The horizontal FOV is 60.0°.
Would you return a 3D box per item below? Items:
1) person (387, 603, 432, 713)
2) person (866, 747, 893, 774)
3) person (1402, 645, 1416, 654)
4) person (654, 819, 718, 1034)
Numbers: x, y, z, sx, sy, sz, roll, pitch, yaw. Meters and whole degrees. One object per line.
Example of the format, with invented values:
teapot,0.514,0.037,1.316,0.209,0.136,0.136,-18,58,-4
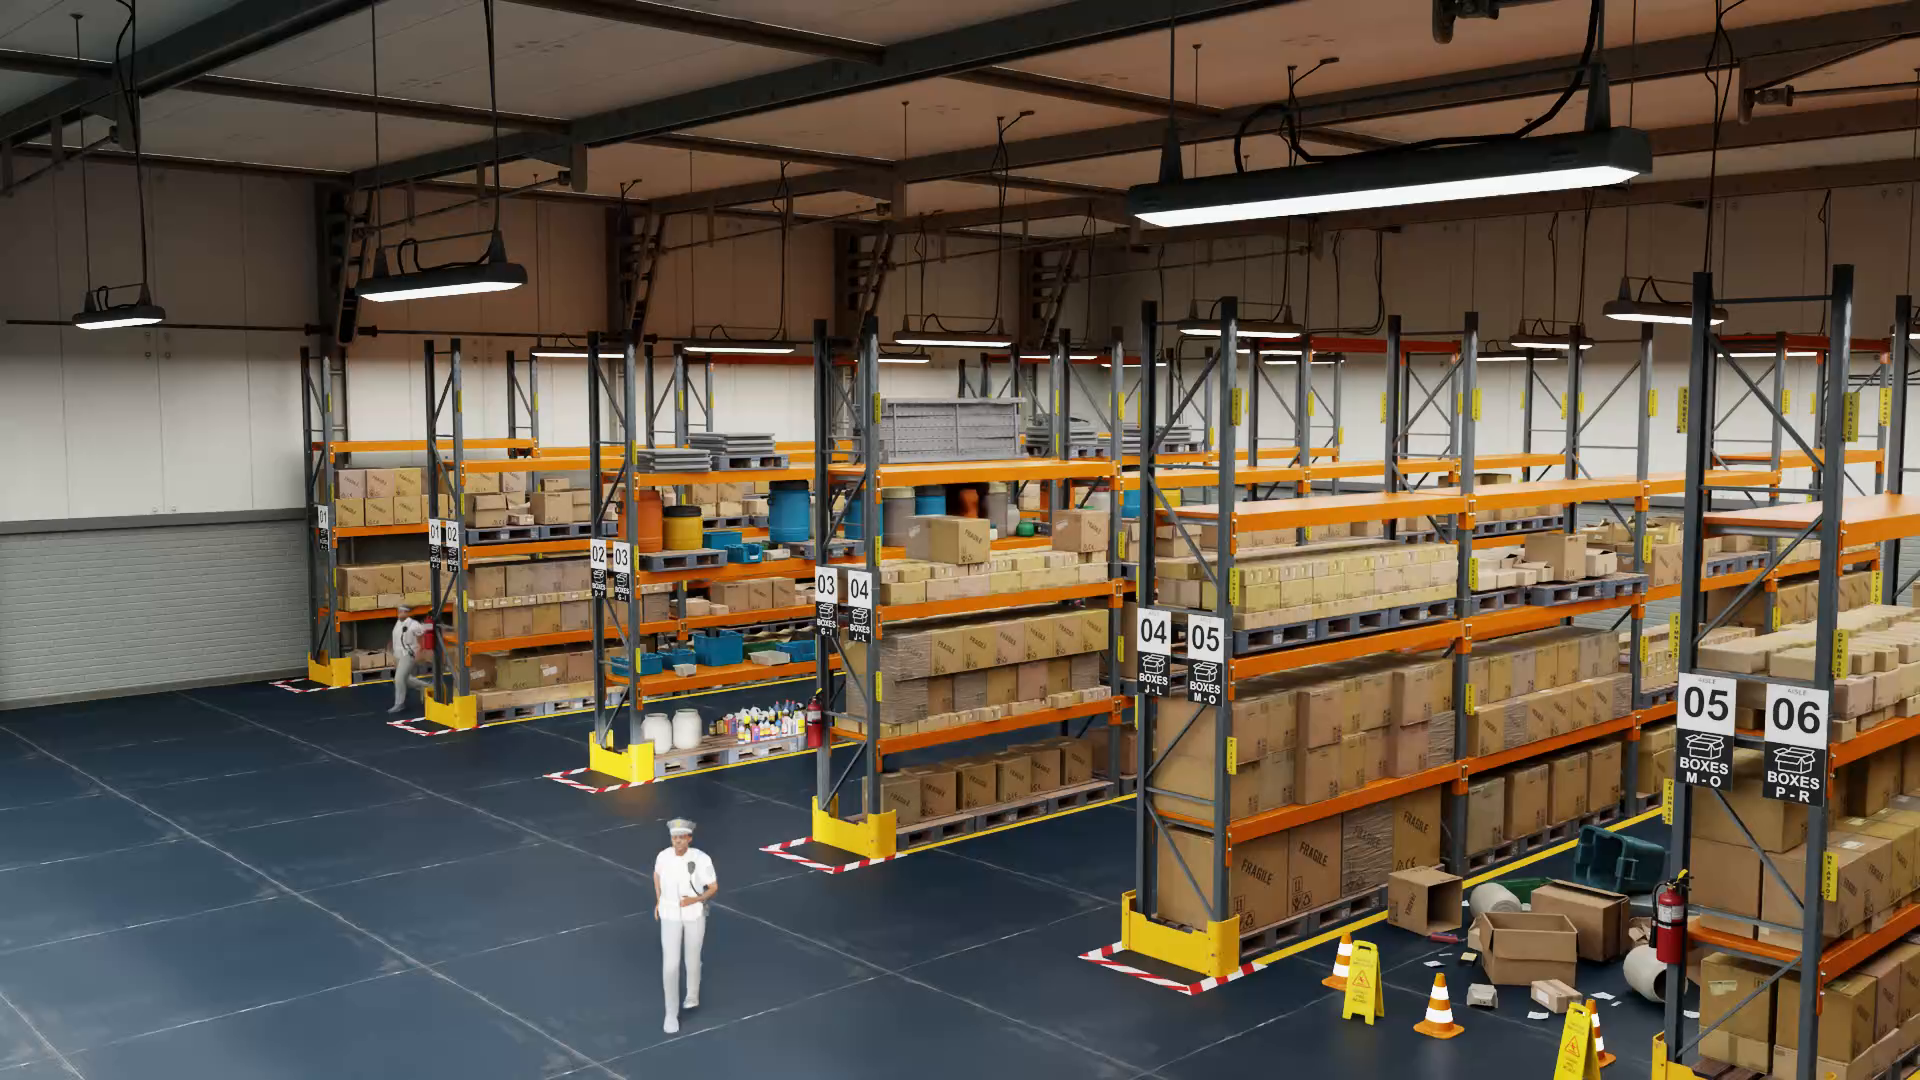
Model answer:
person,-9.066,1.909,27.259,0.701,1.784,0.796,5,7,43
person,-1.057,2.534,21.047,0.527,1.555,0.543,5,7,42
person,6.269,2.253,23.385,0.884,1.699,0.667,-5,7,-43
person,-2.257,3.128,13.677,0.555,1.759,0.736,0,5,-3
